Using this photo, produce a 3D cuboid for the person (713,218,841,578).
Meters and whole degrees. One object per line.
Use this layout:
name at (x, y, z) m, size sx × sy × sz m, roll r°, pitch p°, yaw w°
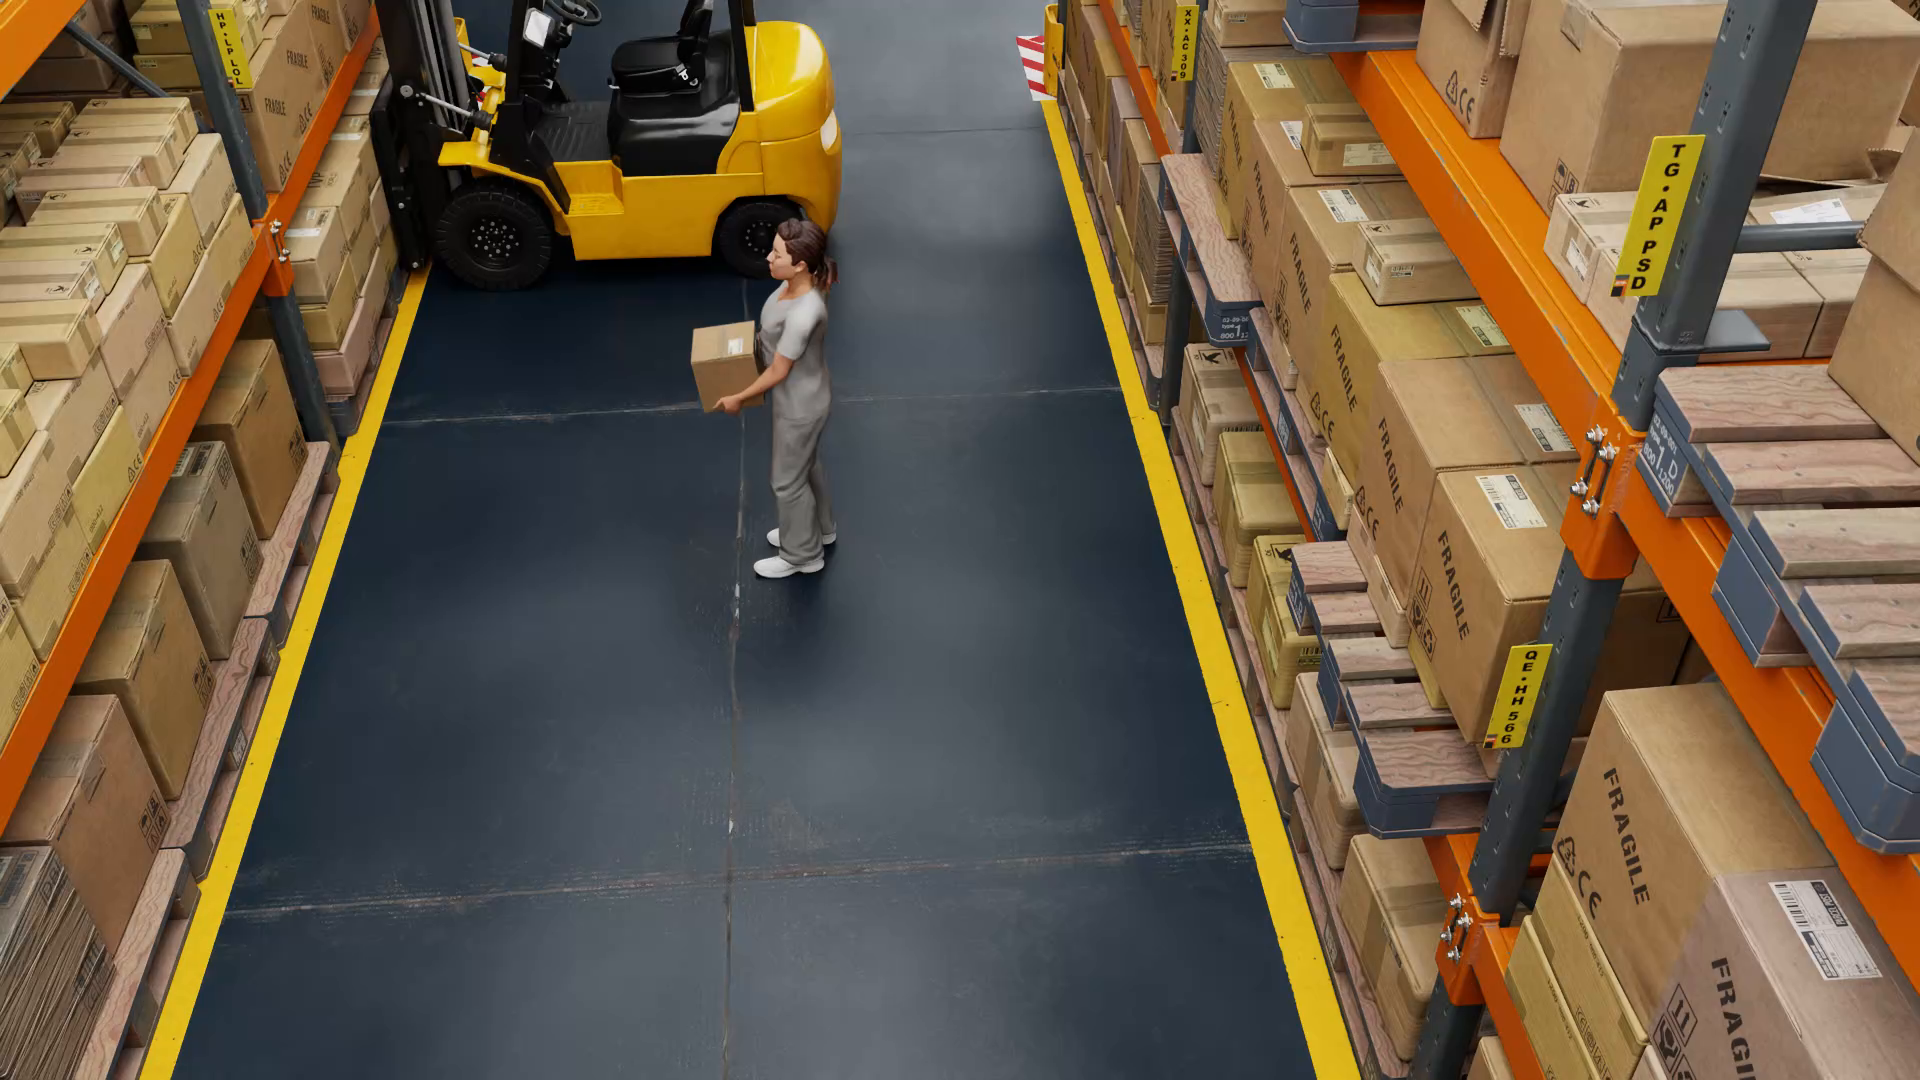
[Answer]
person at (-0.735, -0.567, 6.859) m, size 0.544 × 1.667 × 0.437 m, roll -3°, pitch 39°, yaw -3°
